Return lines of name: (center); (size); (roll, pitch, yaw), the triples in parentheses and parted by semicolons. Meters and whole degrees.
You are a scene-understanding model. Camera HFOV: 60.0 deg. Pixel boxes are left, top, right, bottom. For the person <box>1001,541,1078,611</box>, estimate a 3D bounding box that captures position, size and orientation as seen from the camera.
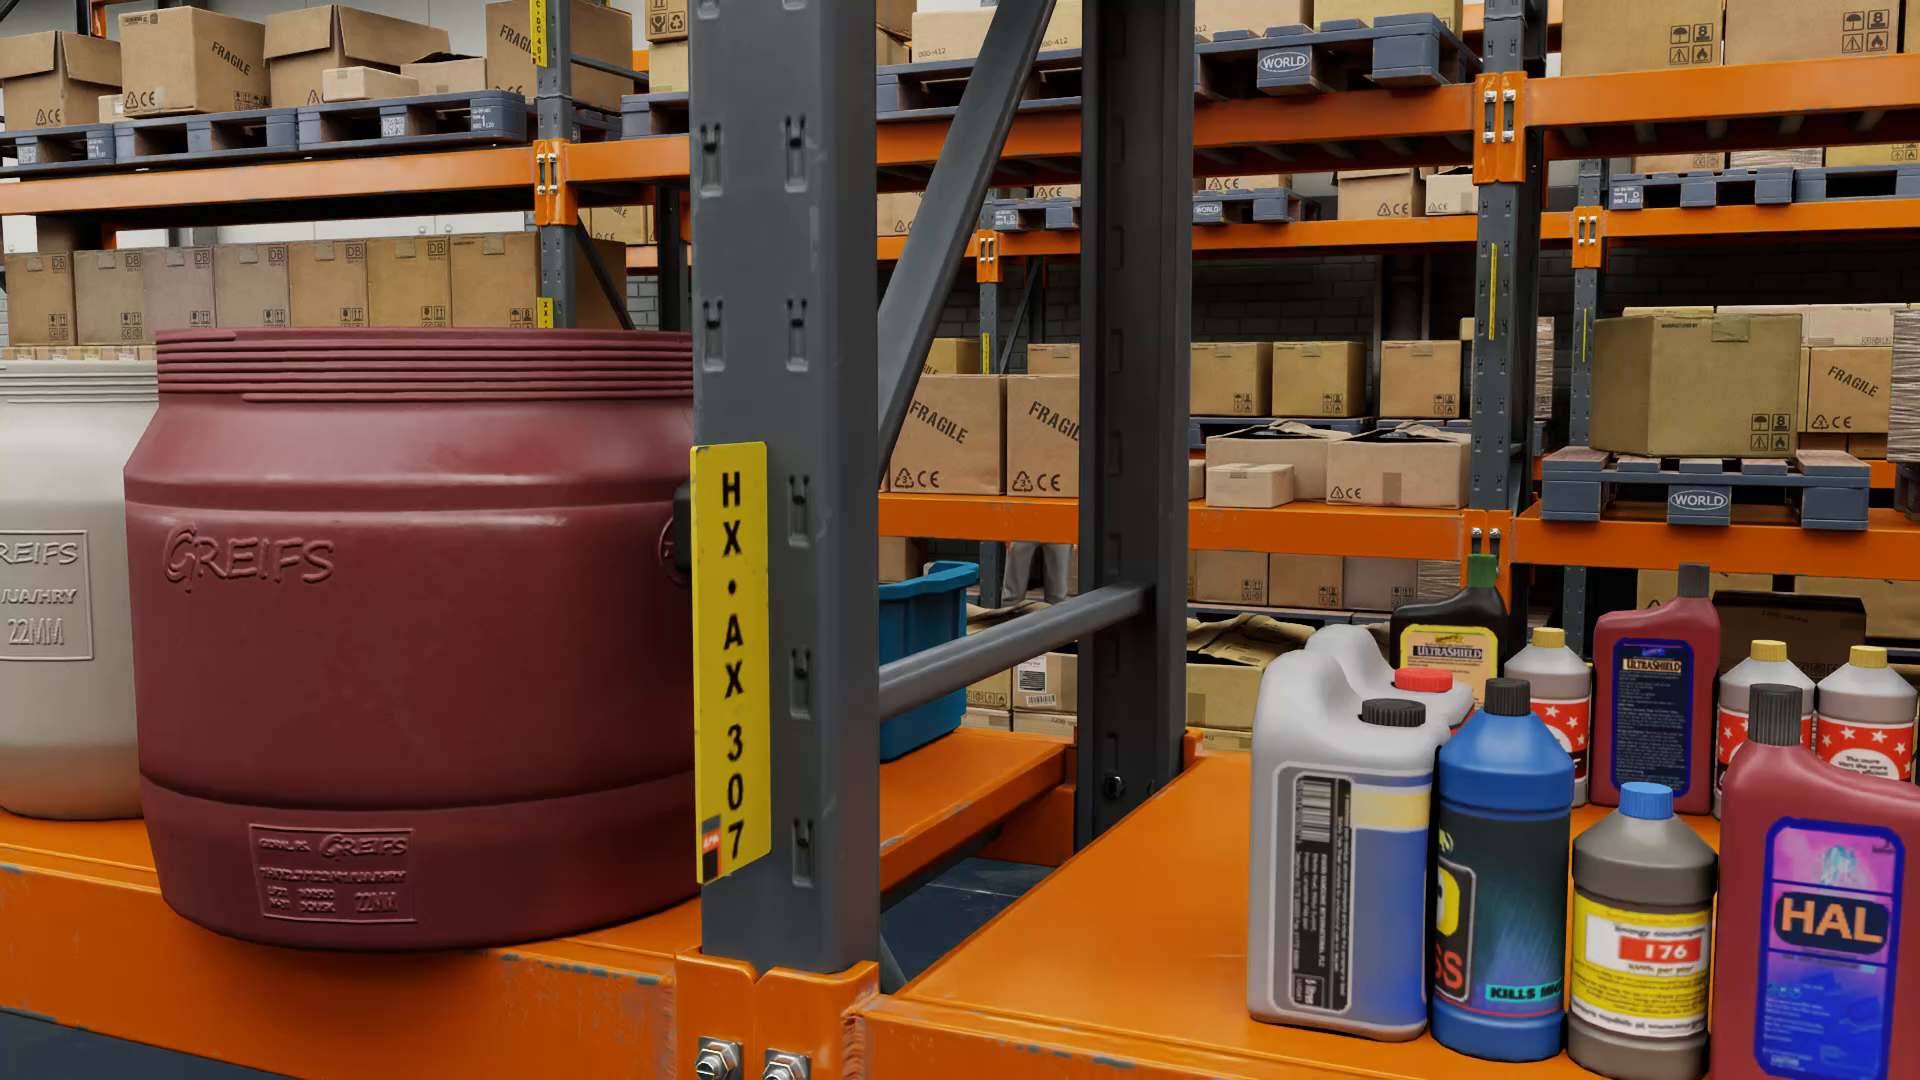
person: (0.460, 0.005, 9.769); (0.522, 1.712, 0.407); (1, 6, 7)
